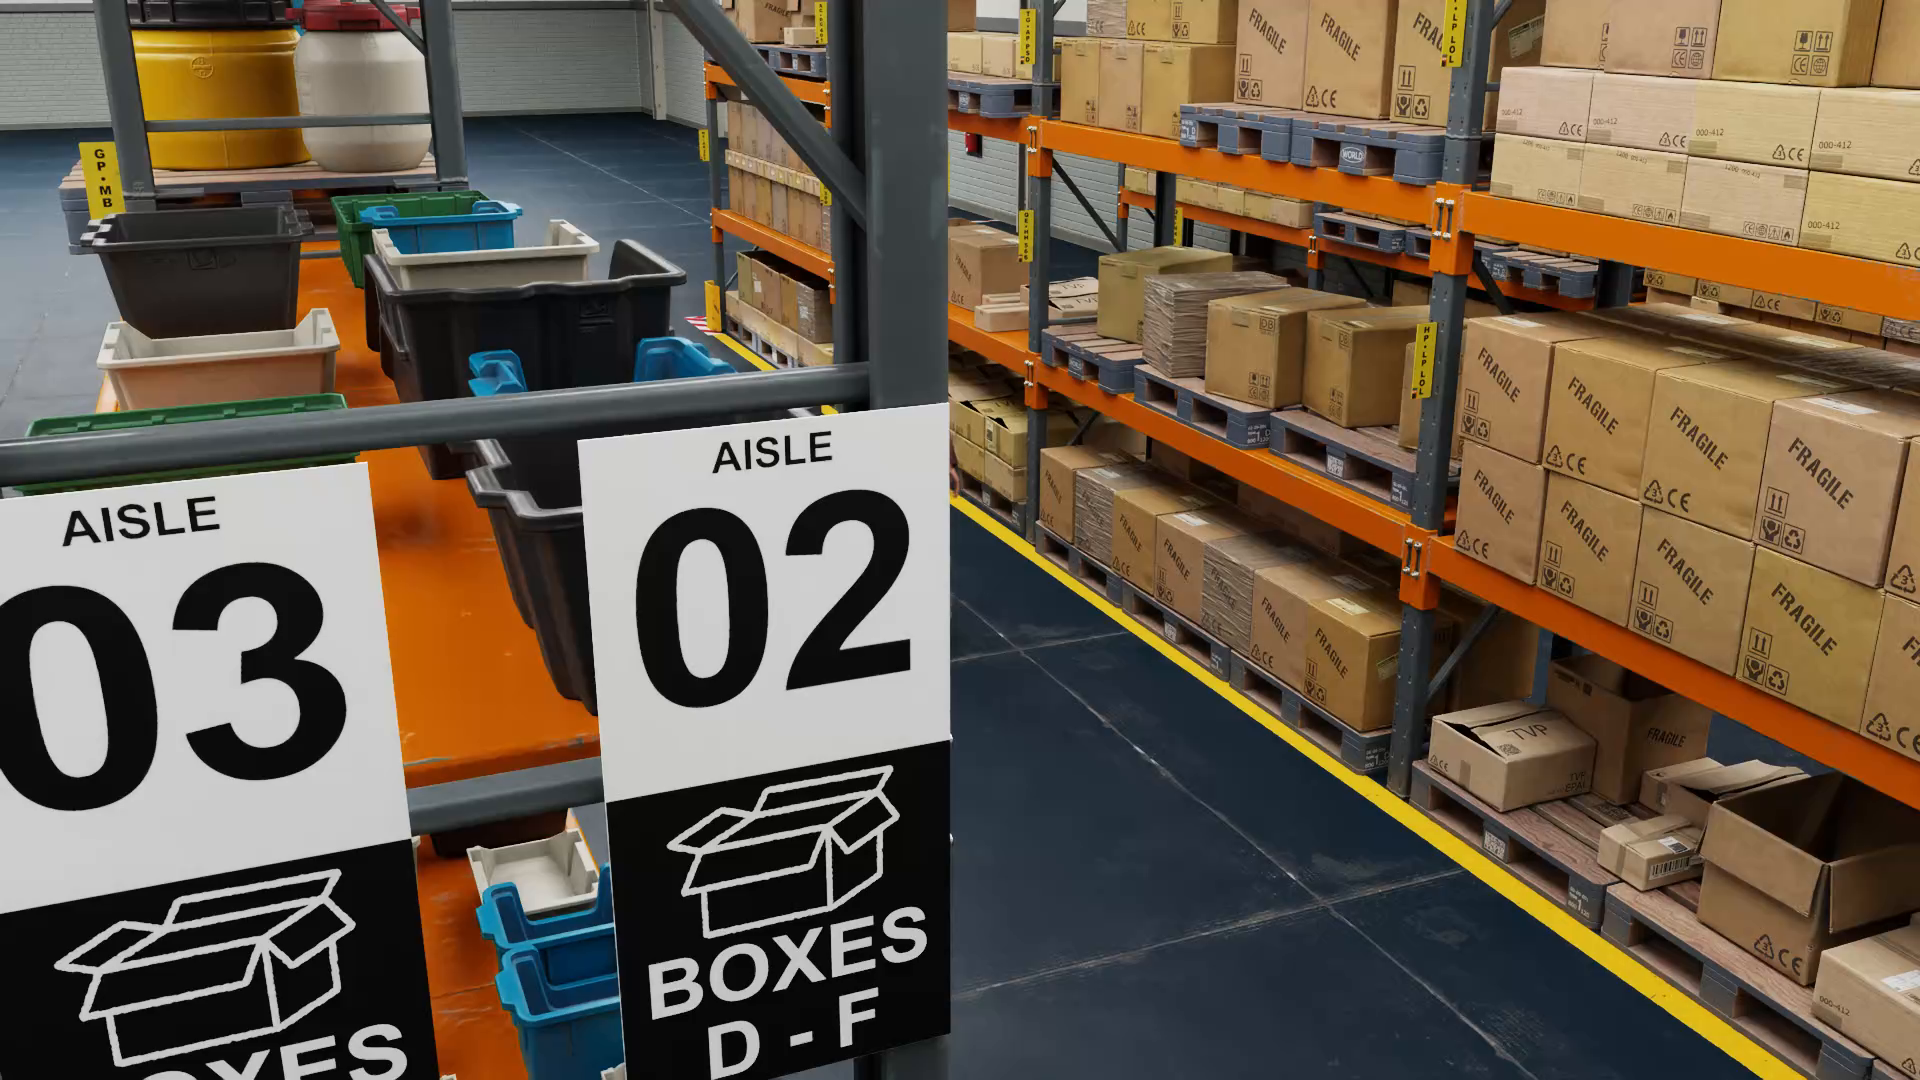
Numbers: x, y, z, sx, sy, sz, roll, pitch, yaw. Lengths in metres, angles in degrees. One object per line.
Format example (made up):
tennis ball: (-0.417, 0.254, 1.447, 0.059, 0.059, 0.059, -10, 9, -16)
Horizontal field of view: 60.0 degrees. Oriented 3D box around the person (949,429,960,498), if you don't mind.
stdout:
person: (-0.330, -0.354, 9.622, 0.777, 1.770, 0.599, 14, 23, 36)
